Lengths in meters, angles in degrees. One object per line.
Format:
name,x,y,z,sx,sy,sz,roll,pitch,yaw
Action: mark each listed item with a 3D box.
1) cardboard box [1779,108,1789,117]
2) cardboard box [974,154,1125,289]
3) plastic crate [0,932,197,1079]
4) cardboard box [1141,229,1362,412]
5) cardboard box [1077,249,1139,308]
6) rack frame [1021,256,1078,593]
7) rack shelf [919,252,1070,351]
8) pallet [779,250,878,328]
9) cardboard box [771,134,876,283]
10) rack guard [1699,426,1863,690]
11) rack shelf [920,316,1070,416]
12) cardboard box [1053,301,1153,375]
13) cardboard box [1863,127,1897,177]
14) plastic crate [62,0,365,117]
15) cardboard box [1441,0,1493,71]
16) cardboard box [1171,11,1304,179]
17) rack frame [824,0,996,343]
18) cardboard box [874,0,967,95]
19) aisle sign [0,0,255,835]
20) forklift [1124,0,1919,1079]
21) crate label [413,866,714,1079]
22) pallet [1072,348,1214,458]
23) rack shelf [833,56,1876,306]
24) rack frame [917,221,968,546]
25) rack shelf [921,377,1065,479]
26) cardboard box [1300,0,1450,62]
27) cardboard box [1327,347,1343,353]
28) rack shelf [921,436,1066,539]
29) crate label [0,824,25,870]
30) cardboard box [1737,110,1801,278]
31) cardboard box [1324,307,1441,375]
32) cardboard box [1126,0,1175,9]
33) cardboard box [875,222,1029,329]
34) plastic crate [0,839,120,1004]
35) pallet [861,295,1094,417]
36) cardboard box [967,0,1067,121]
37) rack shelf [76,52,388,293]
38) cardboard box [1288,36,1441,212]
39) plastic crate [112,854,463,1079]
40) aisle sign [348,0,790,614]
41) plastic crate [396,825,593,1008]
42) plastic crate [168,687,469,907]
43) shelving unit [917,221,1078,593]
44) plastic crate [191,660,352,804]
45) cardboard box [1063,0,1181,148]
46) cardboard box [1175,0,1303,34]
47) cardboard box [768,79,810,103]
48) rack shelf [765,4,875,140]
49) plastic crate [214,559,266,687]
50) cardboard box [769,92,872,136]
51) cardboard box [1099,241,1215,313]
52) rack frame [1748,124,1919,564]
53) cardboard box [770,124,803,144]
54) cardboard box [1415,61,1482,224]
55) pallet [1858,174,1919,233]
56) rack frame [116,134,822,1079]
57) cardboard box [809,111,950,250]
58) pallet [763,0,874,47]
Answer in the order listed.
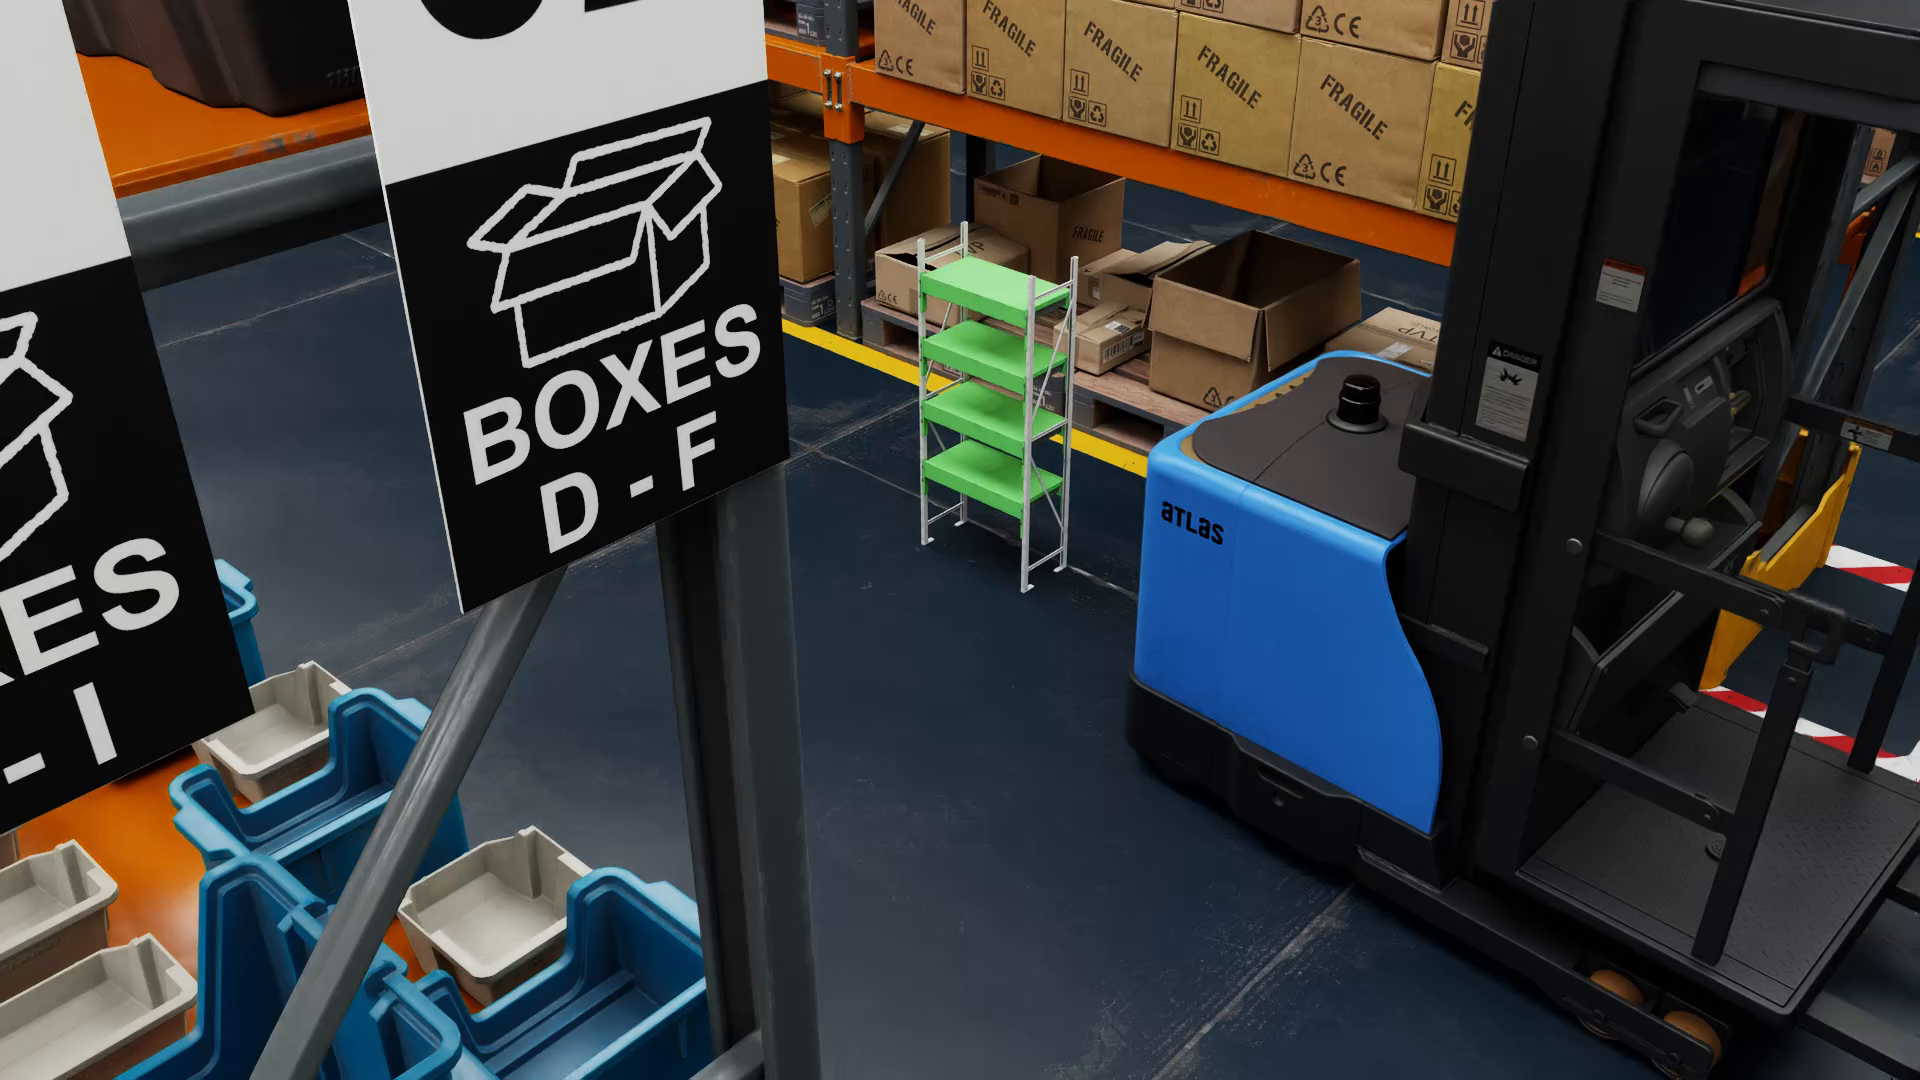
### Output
cardboard box,2.250,-1.558,4.863,0.500,0.500,0.500,25,39,35
cardboard box,0.411,-1.451,7.749,0.500,0.500,0.500,25,39,35
plastic crate,-1.289,0.729,2.328,0.243,0.136,0.396,25,39,35
cardboard box,1.195,-0.893,6.819,0.637,0.503,0.797,25,39,35
cardboard box,0.730,-1.194,7.662,0.250,0.149,0.380,25,39,35
rack frame,0.304,-0.372,5.705,0.015,1.200,0.240,25,39,35
rack shelf,0.123,-0.813,5.631,0.480,0.148,0.258,25,39,35
pallet,-0.830,-1.495,8.528,1.213,0.211,1.003,25,39,35
cardboard box,-0.760,-1.601,7.998,0.500,0.500,0.500,25,39,35
rack guard,2.708,0.007,5.754,0.348,0.500,1.175,25,39,35
rack shelf,0.123,-0.608,5.755,0.480,0.148,0.258,25,39,35
cardboard box,0.613,-0.873,7.113,0.250,0.166,0.380,25,39,35
cardboard box,5.128,-2.420,9.377,0.500,0.500,0.700,25,39,35
plastic crate,-0.661,-0.614,1.580,0.590,0.269,0.497,25,39,35
cardboard box,1.875,-1.733,5.153,0.500,0.500,0.500,26,40,36
cardboard box,1.123,-1.659,6.001,0.500,0.500,0.500,24,39,34
rack frame,-0.202,-2.422,7.365,0.127,3.000,1.000,25,39,35
cardboard box,-0.006,-2.185,6.873,0.500,0.500,0.500,26,40,36
aisle sign,-0.706,-0.122,1.024,0.004,0.787,0.394,25,39,35
forklift,1.911,-0.241,3.808,3.031,2.935,1.130,27,40,37
crate label,-0.525,0.690,2.300,0.303,0.233,0.416,25,39,35
pallet,1.216,-0.567,6.988,1.213,0.211,1.003,25,39,35
rack shelf,1.281,-1.422,6.401,4.000,0.370,1.077,25,39,35
rack frame,-0.058,-0.541,5.986,0.015,1.200,0.240,25,39,35
rack shelf,0.123,-0.402,5.878,0.480,0.148,0.258,25,39,35
cardboard box,1.487,-1.910,5.448,0.500,0.500,0.500,26,40,36
cardboard box,1.512,-0.483,6.383,0.500,0.250,0.500,25,39,35
rack shelf,0.123,-0.196,6.002,0.480,0.148,0.258,25,39,35
crate label,-1.717,0.536,2.648,0.243,0.136,0.396,25,39,35
cardboard box,2.249,-1.132,5.125,0.500,0.500,0.500,26,40,36
cardboard box,1.810,-0.691,6.729,0.500,0.250,0.500,25,39,35
cardboard box,0.723,-2.266,6.040,0.500,0.500,0.500,24,38,34
cardboard box,-0.035,-1.231,7.567,0.500,0.311,0.500,25,39,35
plastic crate,-1.494,0.623,2.504,0.243,0.136,0.396,25,39,35
pallet,0.307,-0.989,7.689,1.213,0.211,1.003,25,39,35
cardboard box,0.375,-2.009,6.581,0.500,0.500,0.500,26,40,36
rack shelf,-2.045,-0.814,2.483,4.000,0.370,1.077,25,39,35
cardboard box,1.496,-1.485,5.711,0.500,0.500,0.500,25,39,35
plastic crate,-0.936,0.770,1.971,0.499,0.435,0.616,25,39,35
aisle sign,-0.310,-0.347,1.398,0.004,0.787,0.394,25,39,35
plastic crate,-0.707,0.588,2.562,0.298,0.136,0.250,25,39,35
plastic crate,-1.013,0.462,2.679,0.300,0.233,0.416,25,39,35
shelving unit,0.123,-0.457,5.845,0.503,1.200,0.258,25,39,35
plastic crate,-1.210,0.353,2.952,0.298,0.136,0.250,25,39,35
cardboard box,0.745,-1.835,6.292,0.500,0.500,0.500,25,39,35
cardboard box,1.106,-2.088,5.744,0.500,0.500,0.500,26,40,36
cardboard box,-1.138,-2.468,8.711,0.500,0.250,0.500,25,39,35
rack shelf,-1.684,-2.806,8.701,4.000,0.370,1.077,25,39,35
plastic crate,-1.501,0.234,3.057,0.300,0.233,0.416,25,39,35
cardboard box,-0.800,-1.981,8.629,0.500,0.500,0.500,26,39,36
cardboard box,0.967,-1.111,7.367,0.500,0.311,0.500,25,39,35
rack frame,2.764,-1.038,5.066,0.127,3.000,1.000,25,39,35
cardboard box,-1.121,-1.775,8.288,0.500,0.500,0.500,25,39,35
cardboard box,1.863,-1.310,5.421,0.500,0.500,0.500,25,39,35
pallet,5.440,-1.986,9.344,1.213,0.211,1.003,25,39,35
rack frame,-0.565,0.856,1.919,0.053,2.616,0.949,25,39,35
cardboard box,-0.397,-1.800,8.329,0.500,0.500,0.500,23,38,33
pallet,-0.721,-2.658,7.944,1.213,0.211,1.003,25,39,35
